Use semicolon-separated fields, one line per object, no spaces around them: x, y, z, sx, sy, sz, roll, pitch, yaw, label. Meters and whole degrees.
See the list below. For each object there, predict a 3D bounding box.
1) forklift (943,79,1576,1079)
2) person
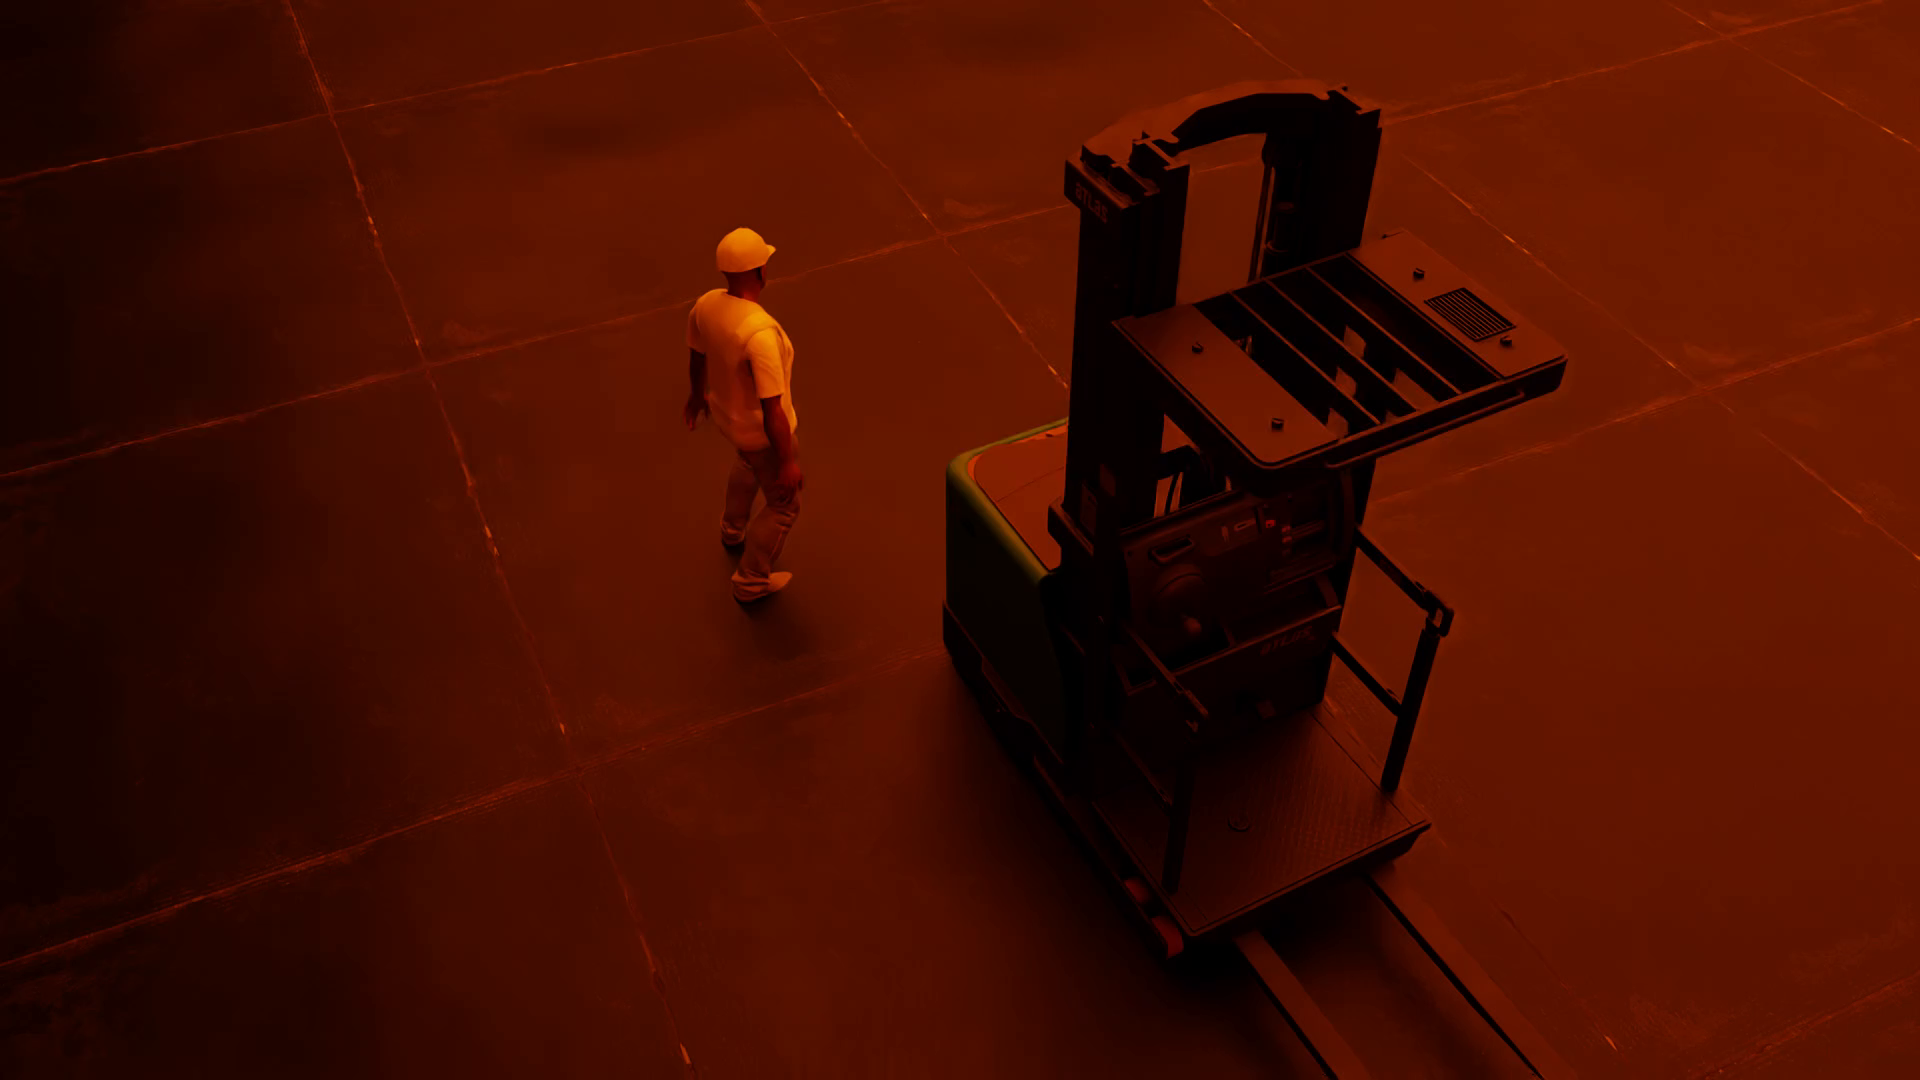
1.062;0.123;5.549;1.130;2.935;3.031;-20;47;-20;forklift
-0.890;-0.504;7.143;0.481;1.737;0.903;-24;48;-23;person
